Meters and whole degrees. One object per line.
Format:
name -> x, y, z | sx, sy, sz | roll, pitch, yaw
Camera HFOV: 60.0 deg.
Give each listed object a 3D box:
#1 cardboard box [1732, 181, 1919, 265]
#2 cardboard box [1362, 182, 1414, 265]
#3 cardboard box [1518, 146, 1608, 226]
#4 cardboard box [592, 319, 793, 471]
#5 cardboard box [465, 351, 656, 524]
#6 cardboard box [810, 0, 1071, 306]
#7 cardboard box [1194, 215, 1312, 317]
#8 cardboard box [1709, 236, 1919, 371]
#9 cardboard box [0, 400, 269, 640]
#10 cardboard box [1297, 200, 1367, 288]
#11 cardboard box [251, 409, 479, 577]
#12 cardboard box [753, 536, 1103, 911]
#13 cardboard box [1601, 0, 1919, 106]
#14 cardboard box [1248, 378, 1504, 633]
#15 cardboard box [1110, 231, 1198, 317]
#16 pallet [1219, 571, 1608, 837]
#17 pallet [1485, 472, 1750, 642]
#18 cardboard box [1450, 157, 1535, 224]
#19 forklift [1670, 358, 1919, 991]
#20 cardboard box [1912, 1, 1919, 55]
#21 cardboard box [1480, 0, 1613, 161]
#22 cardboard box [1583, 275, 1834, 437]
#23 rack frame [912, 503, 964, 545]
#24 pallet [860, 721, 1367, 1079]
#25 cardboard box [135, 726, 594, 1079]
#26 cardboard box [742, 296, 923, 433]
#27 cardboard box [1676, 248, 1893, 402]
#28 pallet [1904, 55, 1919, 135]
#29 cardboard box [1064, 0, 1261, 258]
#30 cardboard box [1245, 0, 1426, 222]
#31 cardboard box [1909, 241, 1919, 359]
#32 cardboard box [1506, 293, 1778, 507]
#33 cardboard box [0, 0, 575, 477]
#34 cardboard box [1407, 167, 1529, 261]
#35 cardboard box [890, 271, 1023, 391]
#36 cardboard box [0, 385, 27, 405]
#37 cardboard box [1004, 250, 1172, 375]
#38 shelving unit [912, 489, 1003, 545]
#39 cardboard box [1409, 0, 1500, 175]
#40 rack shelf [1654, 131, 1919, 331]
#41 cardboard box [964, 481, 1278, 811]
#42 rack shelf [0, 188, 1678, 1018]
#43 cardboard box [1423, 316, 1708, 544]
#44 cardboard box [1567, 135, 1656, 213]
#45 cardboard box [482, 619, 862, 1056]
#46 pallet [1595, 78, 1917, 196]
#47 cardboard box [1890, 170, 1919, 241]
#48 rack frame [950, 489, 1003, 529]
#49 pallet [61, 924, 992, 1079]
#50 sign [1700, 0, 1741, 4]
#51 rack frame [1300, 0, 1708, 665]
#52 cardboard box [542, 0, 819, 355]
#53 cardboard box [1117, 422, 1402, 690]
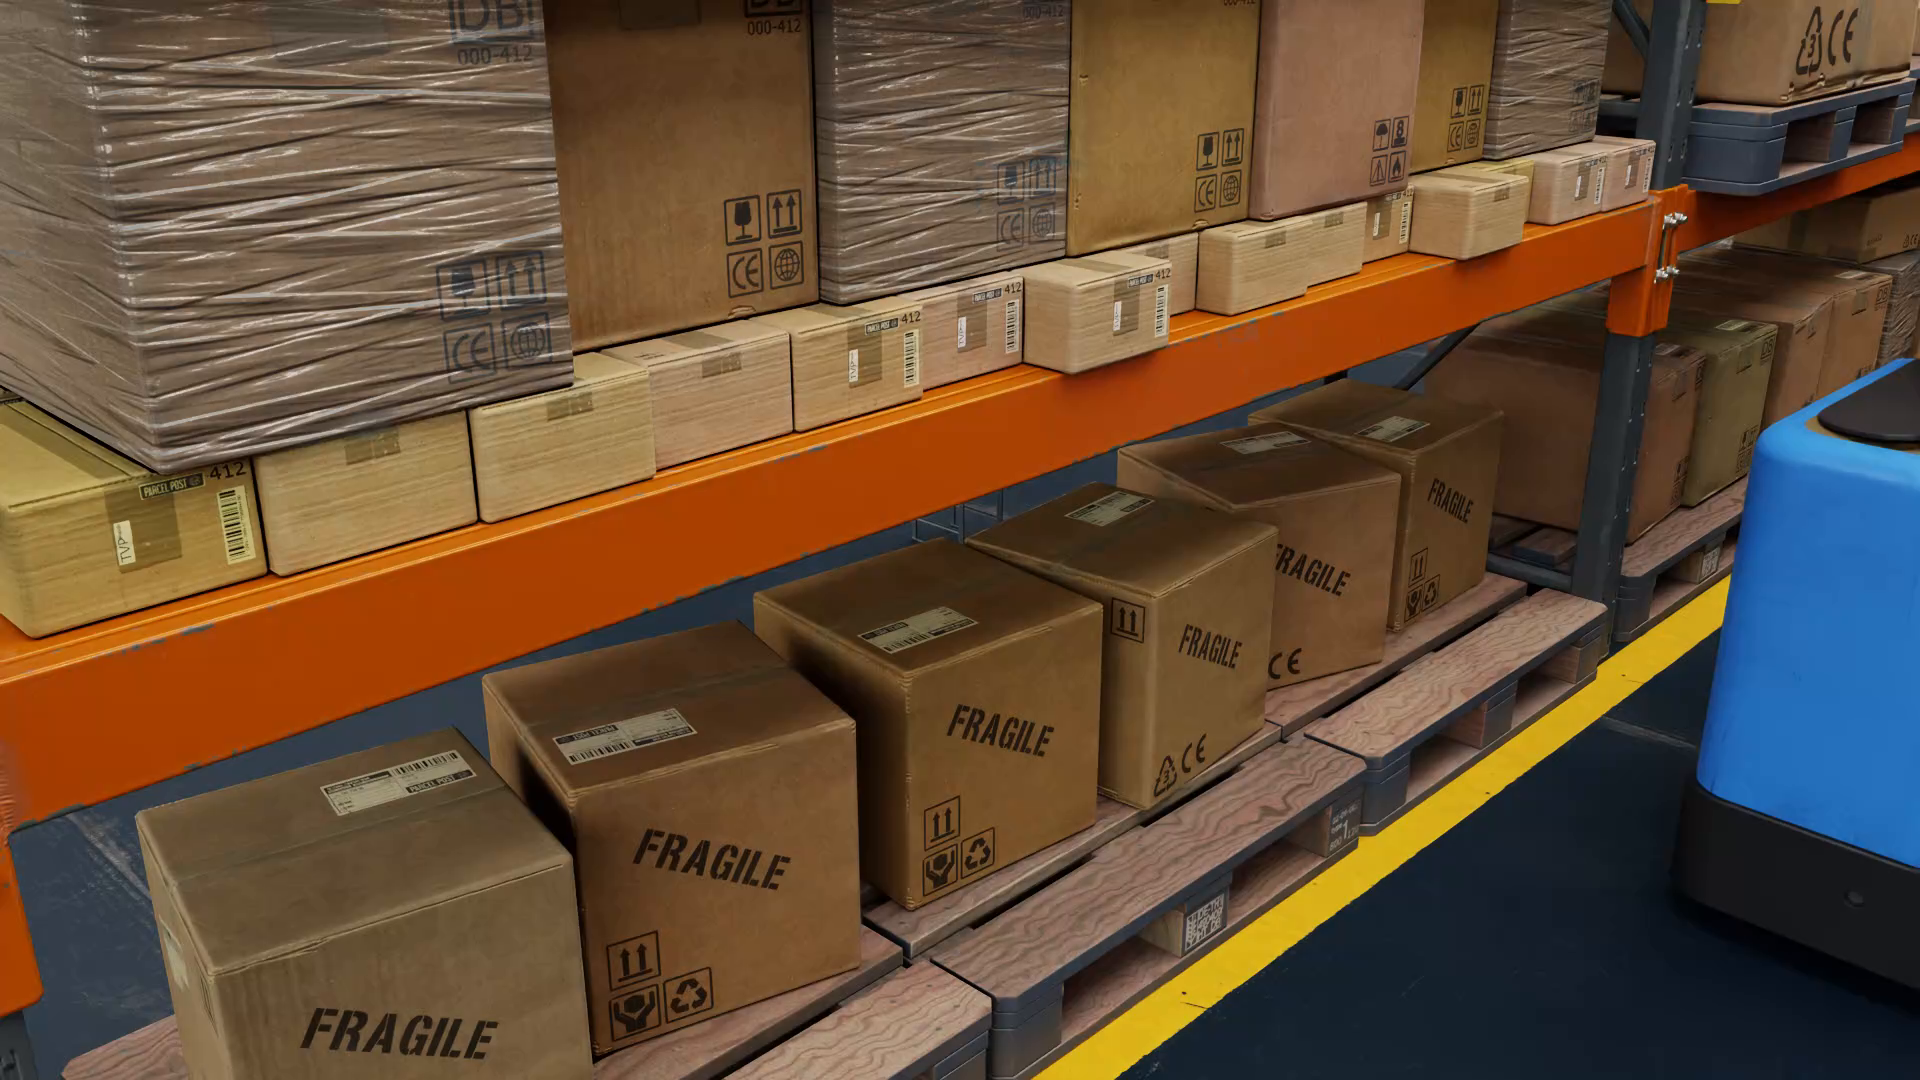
cardboard box -> 3.416, -1.274, 6.535 | 0.500, 0.250, 0.500 | -16, 26, -36
cardboard box -> 0.733, -0.696, 3.554 | 0.380, 0.149, 0.250 | 19, 28, 41
cardboard box -> 1.314, -0.868, 4.003 | 0.380, 0.149, 0.250 | 19, 28, 41
cardboard box -> -0.453, -0.234, 2.352 | 0.380, 0.149, 0.250 | 19, 28, 41
cardboard box -> -0.613, -0.164, 2.171 | 0.380, 0.149, 0.250 | 19, 28, 41
cardboard box -> -0.310, -0.744, 2.776 | 0.875, 0.500, 0.500 | 19, 28, 41
cardboard box -> 0.438, -0.548, 3.170 | 0.380, 0.149, 0.250 | 19, 28, 41
cardboard box -> 3.394, -0.920, 6.658 | 0.700, 0.500, 0.500 | 16, 26, 36
cardboard box -> -0.986, -0.044, 1.859 | 0.380, 0.149, 0.250 | 19, 28, 41
cardboard box -> 0.588, -0.621, 3.360 | 0.380, 0.149, 0.250 | 19, 28, 41
cardboard box -> -0.798, -0.104, 2.014 | 0.380, 0.149, 0.250 | 19, 28, 41
cardboard box -> -0.065, 0.348, 3.387 | 0.500, 0.500, 0.500 | -17, 27, -37
cardboard box -> 2.089, -1.822, 4.711 | 1.000, 1.000, 1.000 | 19, 28, 41
cardboard box -> 1.127, -0.113, 4.586 | 0.500, 0.500, 0.500 | 18, 28, 39
cardboard box -> 0.209, -0.503, 3.053 | 0.380, 0.149, 0.250 | 19, 28, 41
pallet -> 0.991, 0.307, 4.482 | 1.003, 0.211, 1.213 | 19, 28, 41
pallet -> 1.977, -0.075, 5.476 | 1.003, 0.211, 1.213 | 19, 28, 41
cardboard box -> 1.097, -0.819, 3.875 | 0.380, 0.149, 0.250 | 19, 28, 41
forklift -> 2.900, -0.826, 3.638 | 3.031, 2.935, 1.130 | -20, 28, -41
cardboard box -> 3.255, -1.842, 5.787 | 0.396, 0.266, 0.258 | 18, 28, 39
cardboard box -> 1.076, -1.262, 4.122 | 0.875, 0.500, 0.500 | 19, 28, 41
cardboard box -> 2.615, -0.629, 5.901 | 0.700, 0.500, 0.500 | 16, 26, 36
rack frame -> -0.074, -0.533, 5.288 | 0.240, 1.200, 0.006 | 19, 28, 41
pallet -> 0.140, 0.622, 3.662 | 1.003, 0.211, 1.213 | 19, 28, 41
cardboard box -> -0.908, 0.666, 2.559 | 0.500, 0.500, 0.500 | -14, 25, -32
cardboard box -> -0.274, -0.296, 2.515 | 0.380, 0.149, 0.250 | 19, 28, 41
cardboard box -> 3.004, -0.773, 6.275 | 0.500, 0.500, 0.700 | -17, 27, -38
pallet -> 2.873, -1.596, 5.813 | 1.003, 0.211, 1.213 | 19, 28, 41
cardboard box -> 0.047, -0.870, 3.103 | 0.875, 0.500, 0.500 | 19, 28, 41
cardboard box -> 0.426, -0.988, 3.411 | 0.875, 0.500, 0.500 | 19, 28, 41
cardboard box -> 3.772, -1.066, 7.038 | 0.700, 0.500, 0.500 | 17, 27, 38
cardboard box -> 2.225, -0.485, 5.527 | 0.700, 0.500, 0.500 | 19, 28, 40
cardboard box -> -0.952, -0.468, 2.057 | 0.875, 0.500, 0.500 | 19, 28, 41
cardboard box -> 1.002, -0.727, 3.635 | 0.380, 0.149, 0.250 | 19, 28, 41
cardboard box -> -0.119, -0.367, 2.700 | 0.380, 0.149, 0.250 | 19, 28, 41
cardboard box -> -1.305, -0.156, 2.149 | 0.380, 0.149, 0.250 | 19, 28, 41
cardboard box -> 0.130, -0.406, 2.799 | 0.380, 0.149, 0.250 | 19, 28, 41
shelving unit -> -0.010, -0.556, 5.350 | 0.258, 1.200, 0.189 | 19, 28, 41
cardboard box -> 0.702, -1.142, 3.811 | 0.875, 0.500, 0.500 | 19, 28, 41
rack shelf -> 2.830, -1.355, 5.921 | 1.077, 0.370, 4.000 | 19, 28, 41
cardboard box -> 0.356, 0.216, 3.731 | 0.500, 0.500, 0.500 | 16, 26, 36
rack shelf -> 0.039, -0.326, 3.245 | 1.077, 0.370, 4.000 | 19, 28, 41
cardboard box -> 1.878, -0.367, 5.220 | 0.700, 0.500, 0.500 | 17, 27, 37
cardboard box -> 1.495, -0.930, 4.164 | 0.380, 0.149, 0.250 | 19, 28, 41
cardboard box -> -0.516, 0.504, 2.981 | 0.500, 0.500, 0.500 | -12, 24, -28
pallet -> 2.072, -1.247, 4.905 | 1.003, 0.211, 1.213 | 19, 28, 41
cardboard box -> 3.779, -1.413, 6.896 | 0.500, 0.250, 0.500 | -19, 28, -40
rack frame -> 0.054, -0.580, 5.411 | 0.240, 1.200, 0.006 | 19, 28, 41
pallet -> -0.711, 0.934, 2.850 | 1.003, 0.211, 1.213 | 19, 28, 41
sign -> 1.829, -1.447, 3.950 | 0.100, 0.325, 0.005 | 19, 28, 41
rack frame -> 1.435, -1.176, 4.454 | 1.000, 3.000, 0.127 | 19, 28, 41
cardboard box -> -0.690, -0.627, 2.470 | 0.875, 0.500, 0.500 | 19, 28, 41
cardboard box -> 0.733, 0.036, 4.198 | 0.500, 0.500, 0.500 | -11, 23, -25
